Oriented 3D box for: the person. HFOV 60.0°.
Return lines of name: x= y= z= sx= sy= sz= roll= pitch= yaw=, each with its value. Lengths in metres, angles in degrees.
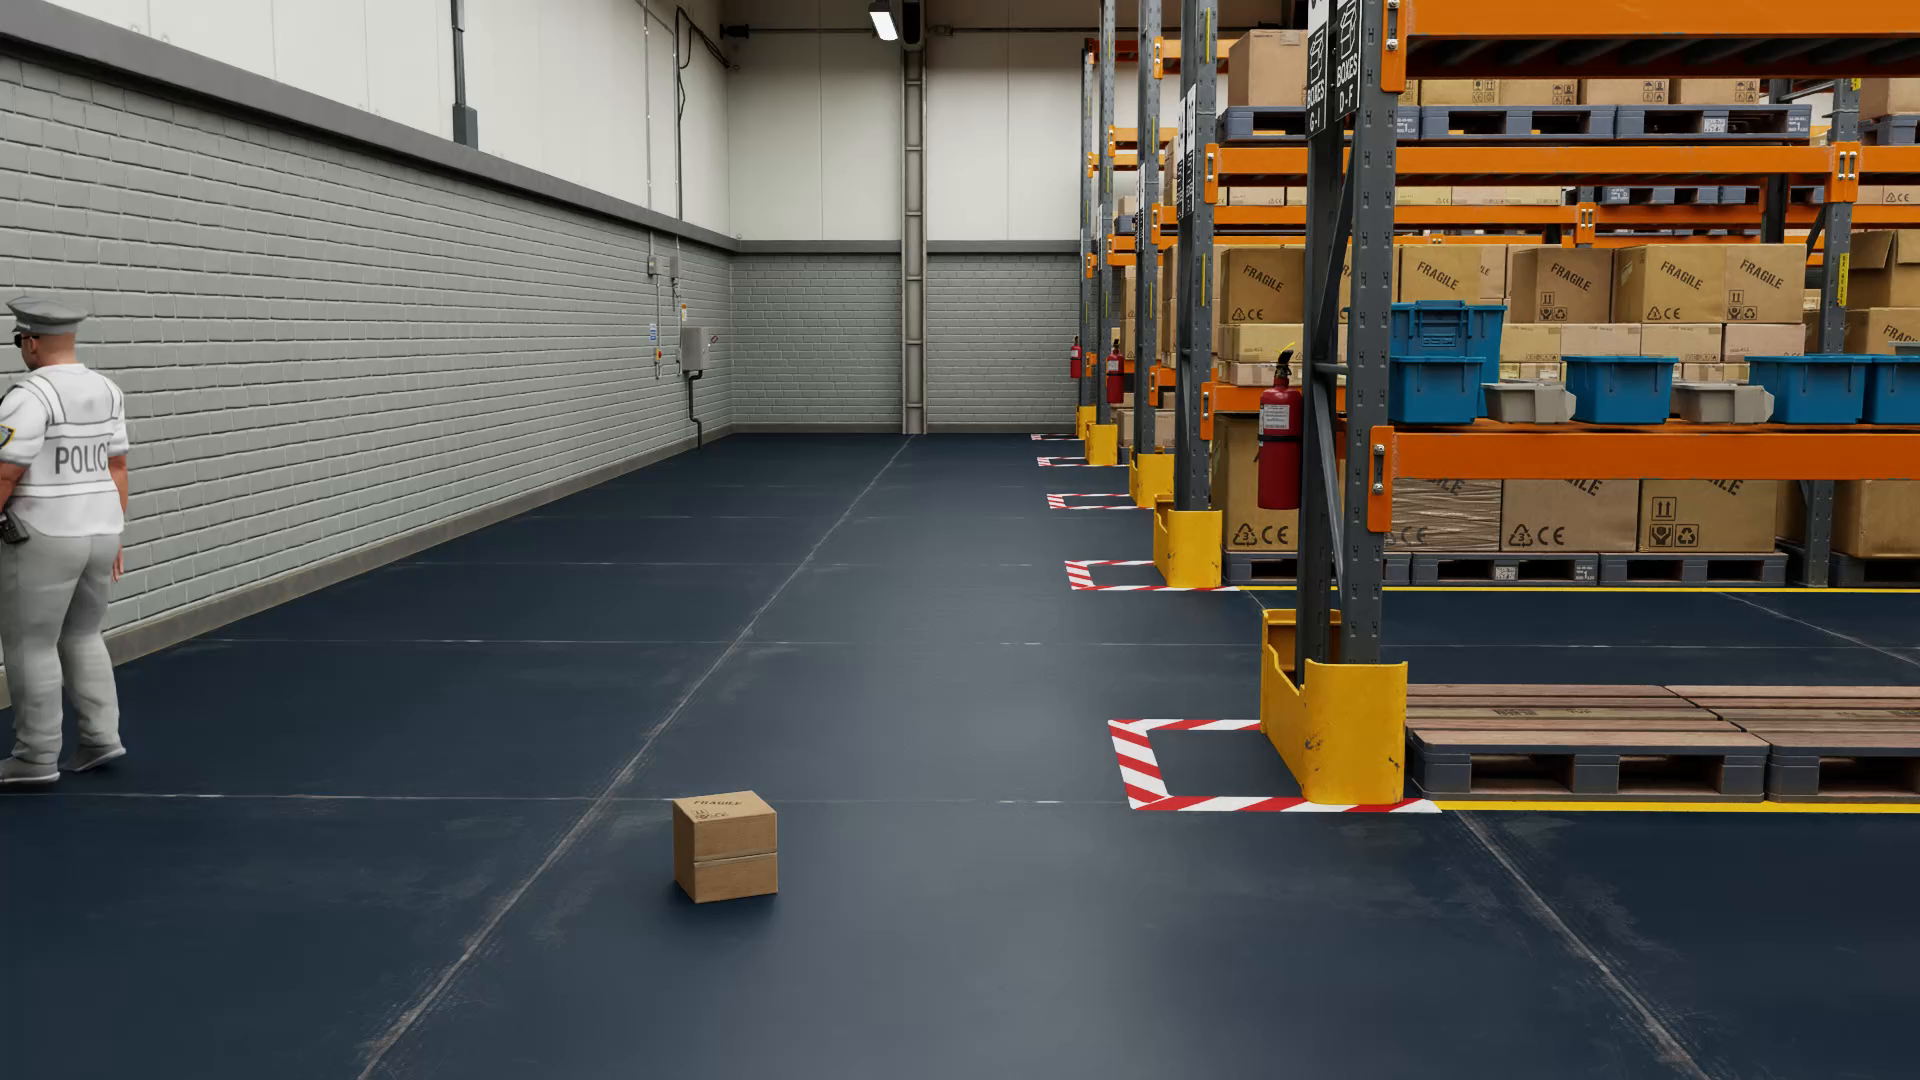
person: x=-3.338 y=0.036 z=6.040 sx=0.513 sy=1.829 sz=0.558 roll=1 pitch=7 yaw=8
